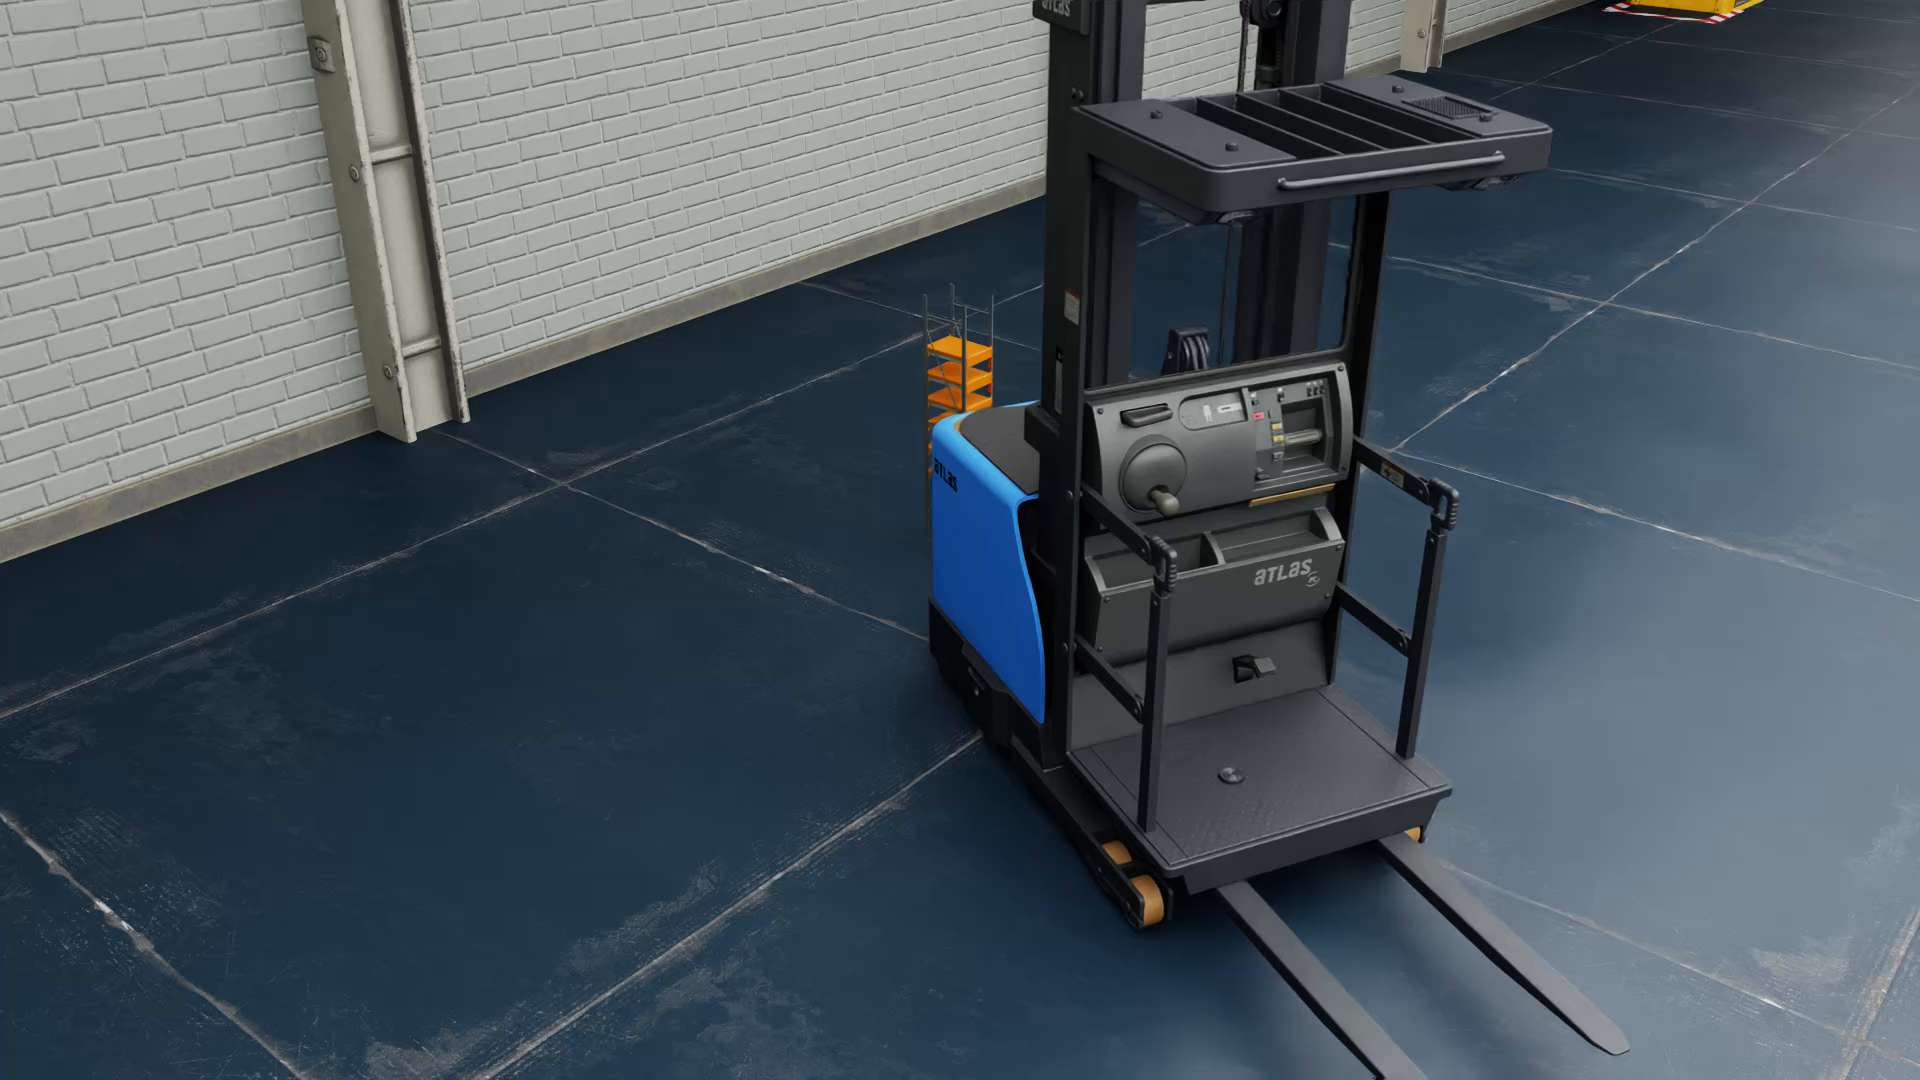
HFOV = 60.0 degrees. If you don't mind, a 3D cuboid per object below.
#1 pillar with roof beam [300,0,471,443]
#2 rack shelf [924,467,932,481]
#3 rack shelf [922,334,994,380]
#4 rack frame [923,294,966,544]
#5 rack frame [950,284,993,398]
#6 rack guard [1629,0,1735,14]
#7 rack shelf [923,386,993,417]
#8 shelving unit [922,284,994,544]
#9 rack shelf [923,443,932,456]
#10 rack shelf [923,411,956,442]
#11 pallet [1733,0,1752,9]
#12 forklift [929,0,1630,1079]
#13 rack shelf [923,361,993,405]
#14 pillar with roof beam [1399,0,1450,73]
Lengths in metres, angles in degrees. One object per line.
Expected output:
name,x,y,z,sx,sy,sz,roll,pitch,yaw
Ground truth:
pillar with roof beam,0.431,-3.363,4.456,9.100,9.000,0.400,21,34,34
rack shelf,-0.009,-0.275,7.595,0.258,0.103,0.180,21,34,34
rack shelf,-0.009,-0.808,7.319,0.258,0.103,0.180,21,34,34
rack frame,-0.067,-0.495,7.402,0.240,1.200,0.006,21,34,34
rack frame,0.049,-0.560,7.527,0.240,1.200,0.006,21,34,34
rack guard,8.829,-6.754,20.261,1.175,0.500,0.348,21,34,34
rack shelf,-0.009,-0.595,7.430,0.258,0.103,0.180,21,34,34
shelving unit,-0.009,-0.528,7.464,0.258,1.200,0.189,21,34,34
rack shelf,-0.009,-0.382,7.540,0.258,0.103,0.180,21,34,34
rack shelf,-0.009,-0.488,7.485,0.258,0.103,0.180,21,34,34
pallet,9.373,-6.903,20.865,1.003,0.211,1.213,21,34,34
forklift,0.930,-0.282,5.106,1.130,2.935,3.031,-11,29,-21
rack shelf,-0.009,-0.701,7.375,0.258,0.103,0.180,21,34,34
pillar with roof beam,8.063,-7.617,12.681,9.100,9.000,0.400,21,34,34
